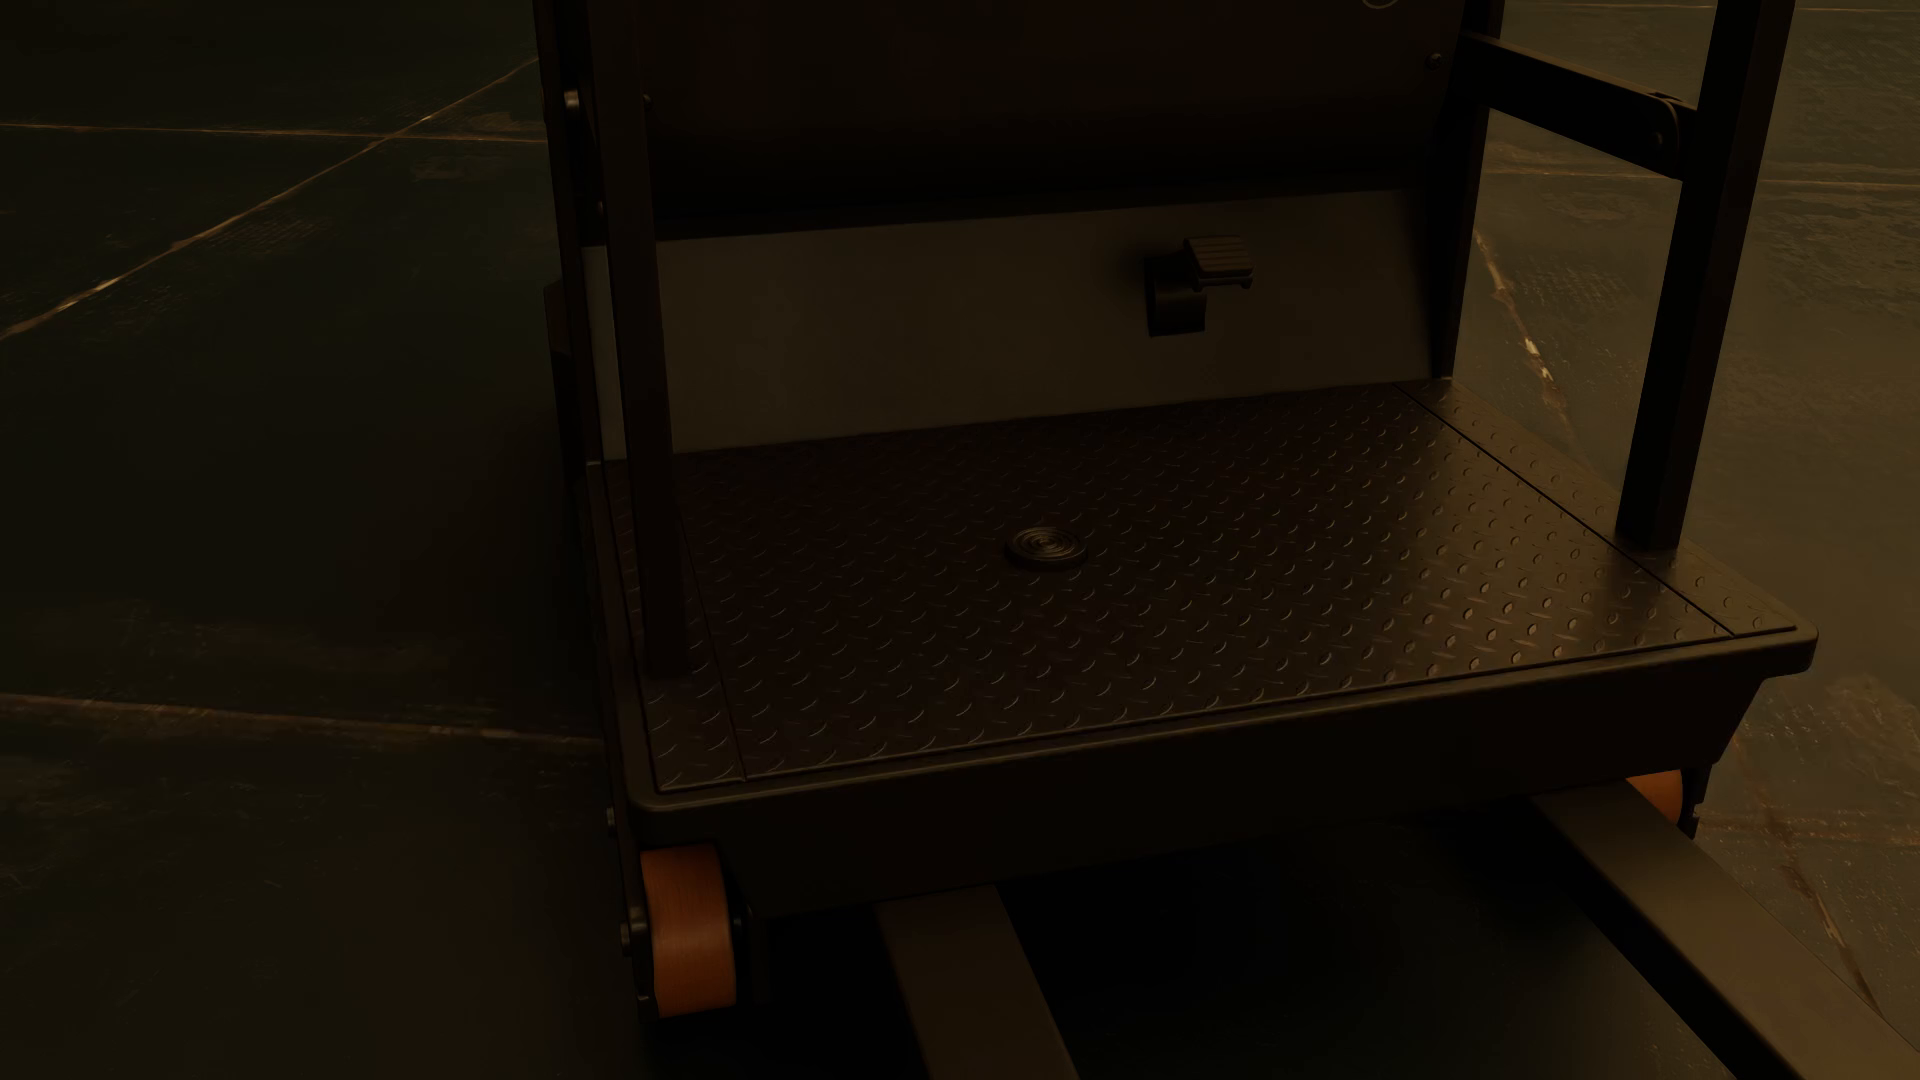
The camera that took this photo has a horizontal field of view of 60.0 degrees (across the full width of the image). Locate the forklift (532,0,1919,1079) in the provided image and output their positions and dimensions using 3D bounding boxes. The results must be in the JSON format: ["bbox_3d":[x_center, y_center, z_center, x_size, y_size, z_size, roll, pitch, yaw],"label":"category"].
[{"bbox_3d":[0.153,-1.049,1.319,1.130,2.935,3.031,-7,27,-13],"label":"forklift"}]
